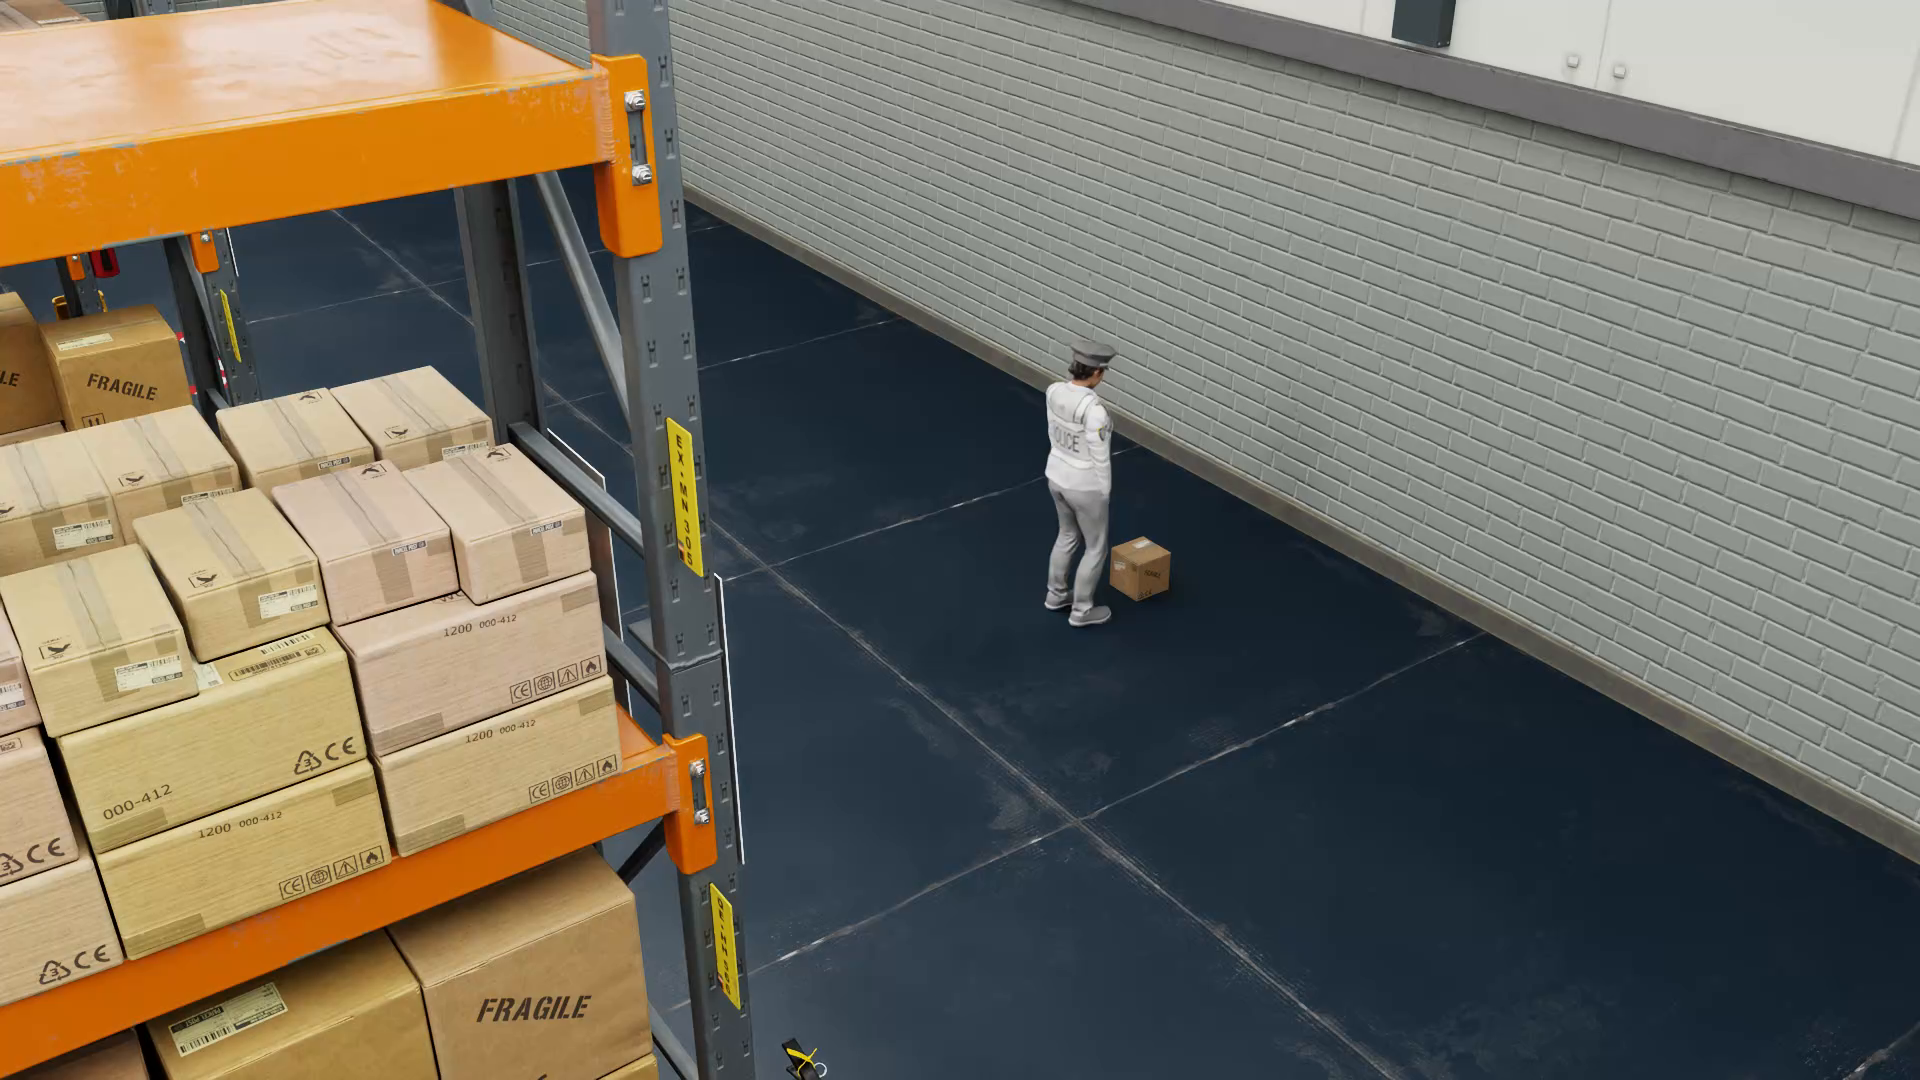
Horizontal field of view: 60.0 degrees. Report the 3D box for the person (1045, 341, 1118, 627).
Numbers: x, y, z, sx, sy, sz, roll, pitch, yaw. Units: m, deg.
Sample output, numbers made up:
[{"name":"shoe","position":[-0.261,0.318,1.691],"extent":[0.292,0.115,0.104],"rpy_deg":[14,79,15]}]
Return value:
[{"name":"person","position":[0.664,-0.318,9.268],"extent":[0.366,1.654,0.482],"rpy_deg":[-18,34,-29]}]
